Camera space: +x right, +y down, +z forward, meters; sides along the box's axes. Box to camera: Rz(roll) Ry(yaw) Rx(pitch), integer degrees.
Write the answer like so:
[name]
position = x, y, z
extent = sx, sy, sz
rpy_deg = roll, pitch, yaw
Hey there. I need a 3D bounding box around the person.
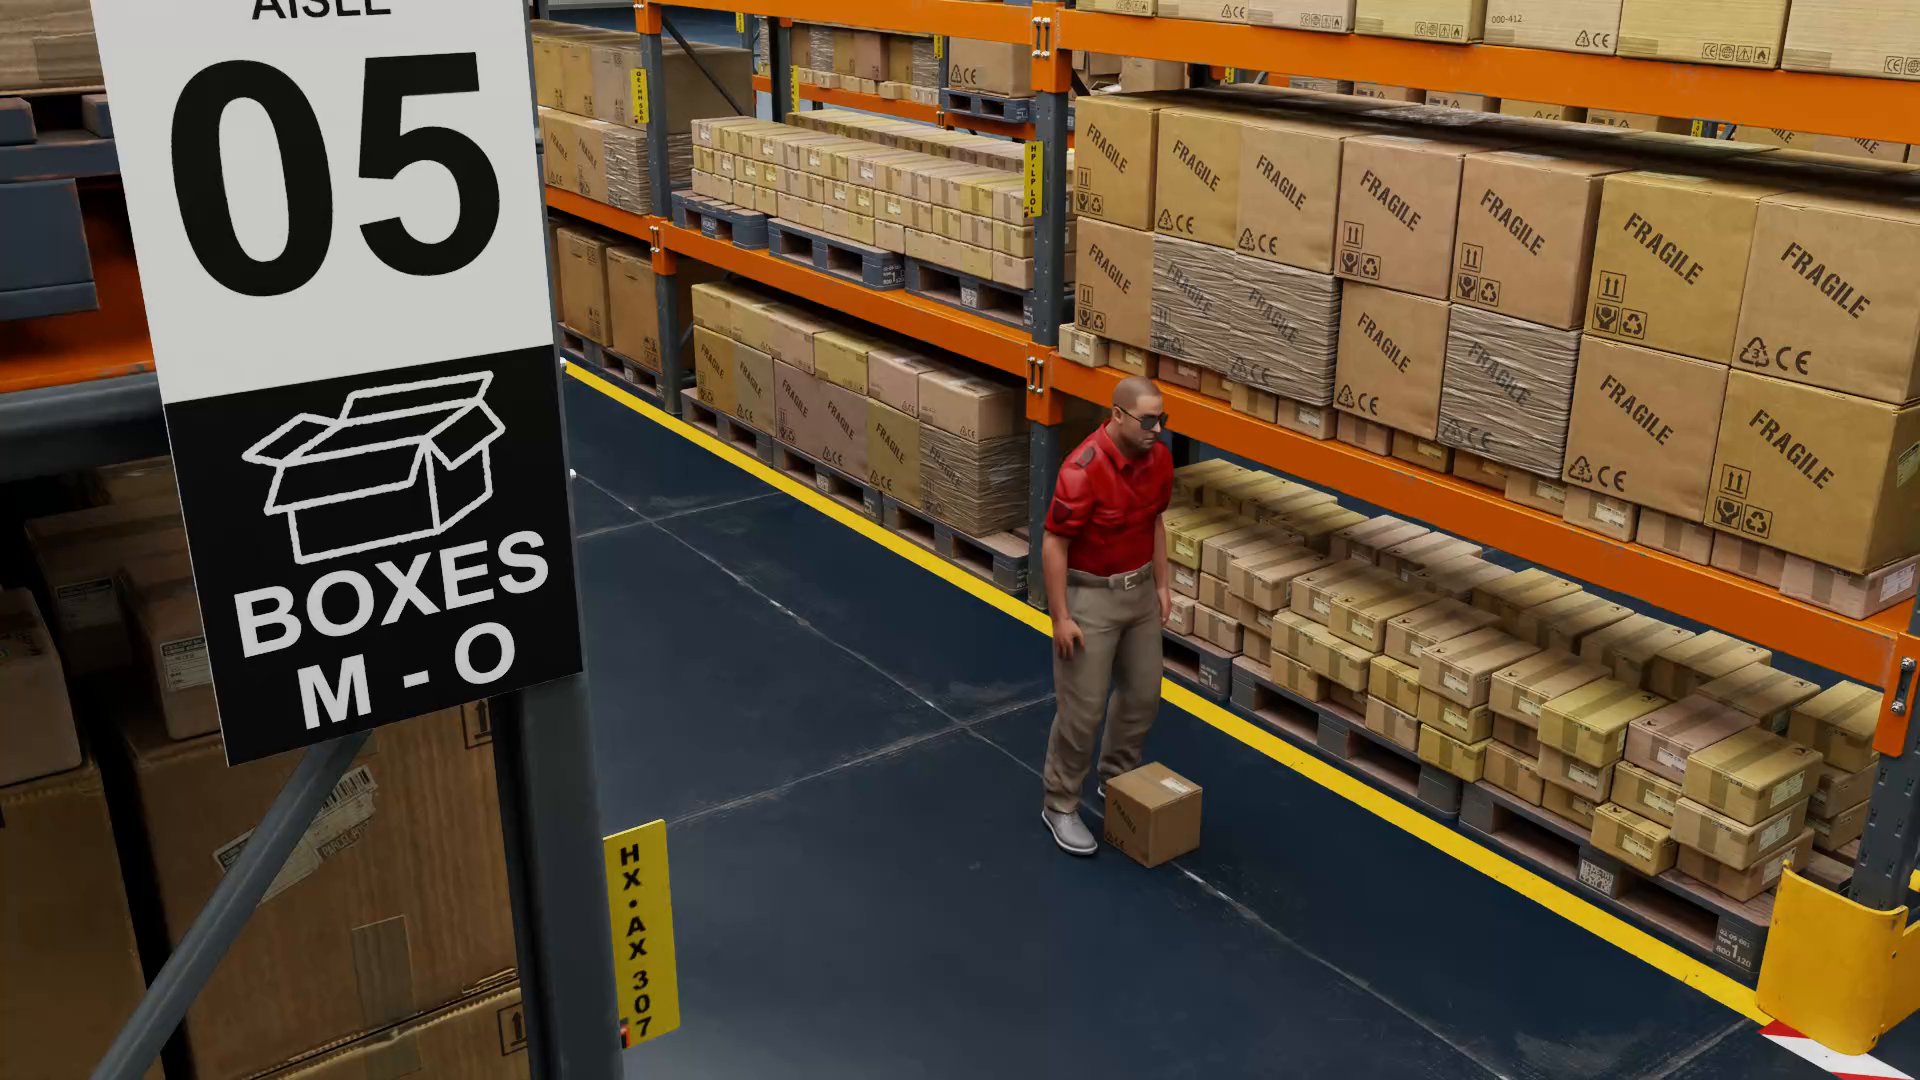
[person]
position = 0.546, 0.238, 5.991
extent = 0.591, 1.725, 0.392
rpy_deg = -16, 27, -36
